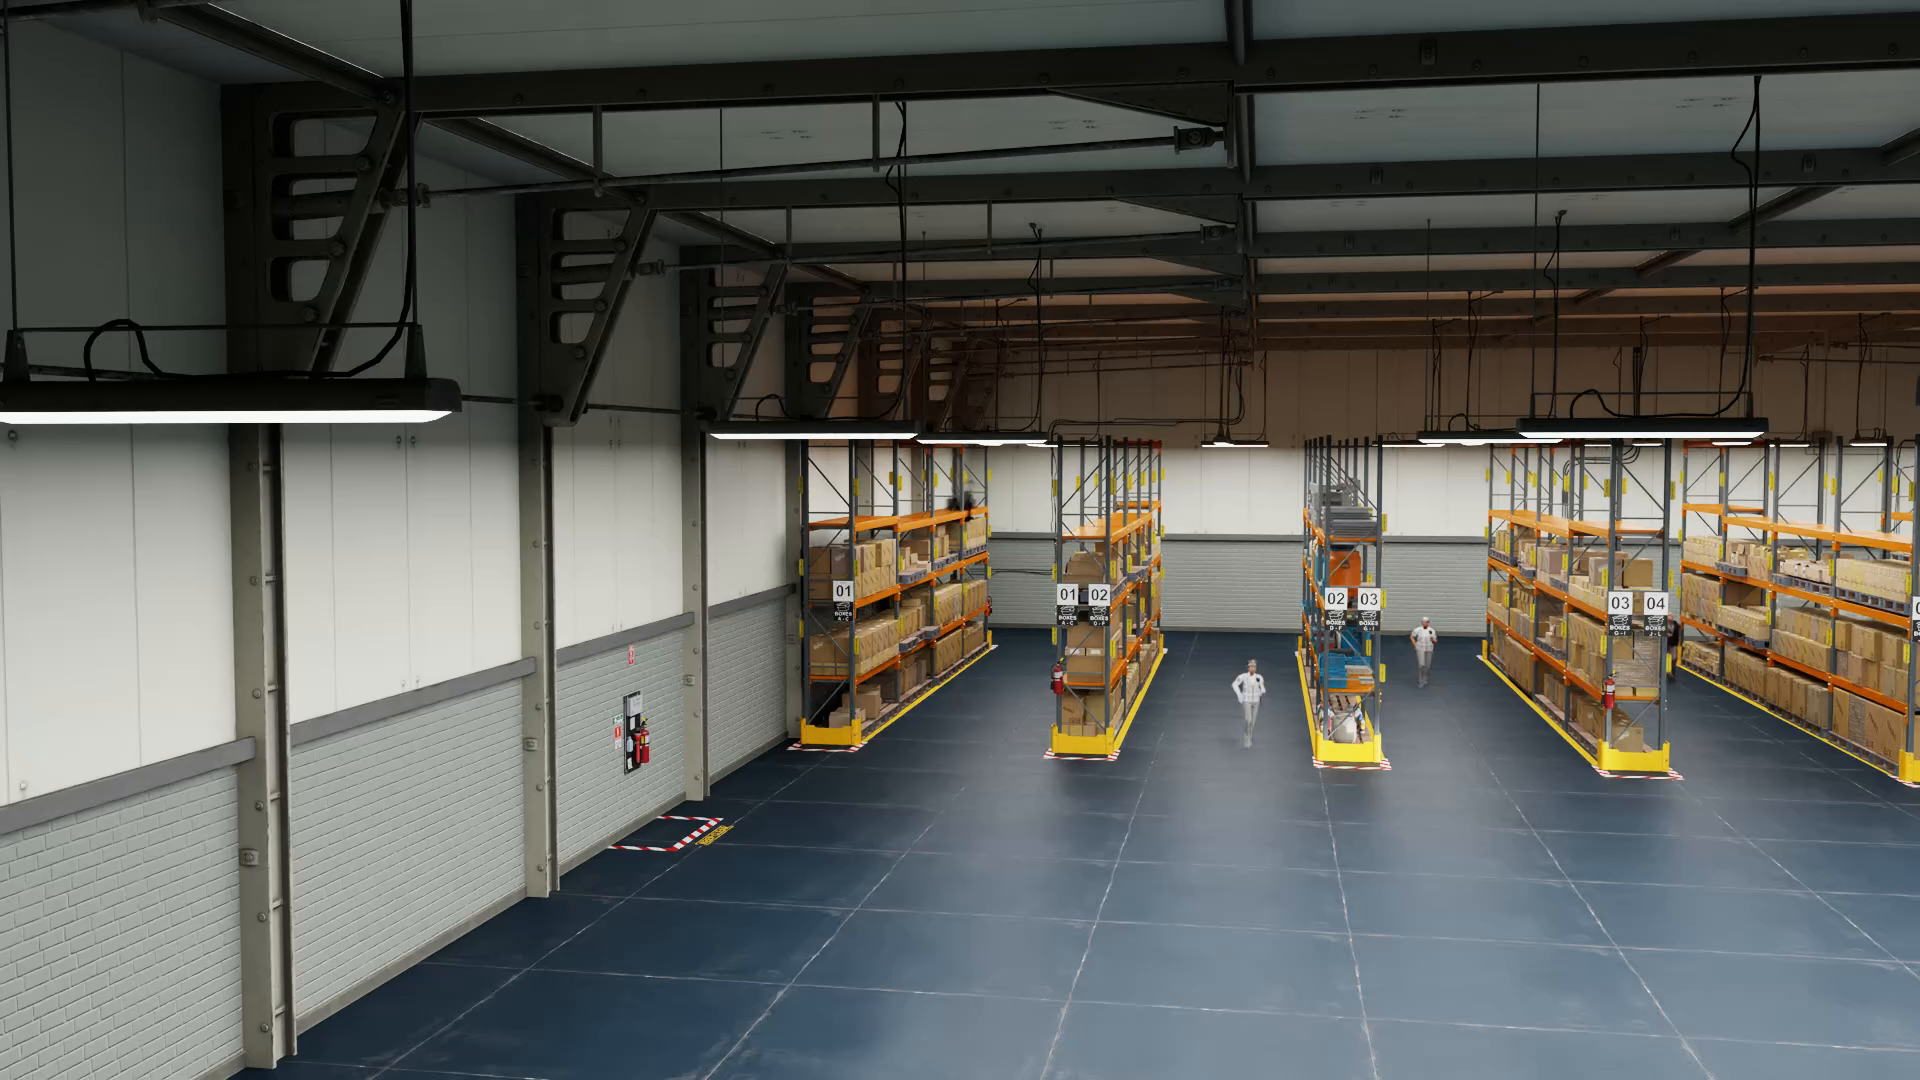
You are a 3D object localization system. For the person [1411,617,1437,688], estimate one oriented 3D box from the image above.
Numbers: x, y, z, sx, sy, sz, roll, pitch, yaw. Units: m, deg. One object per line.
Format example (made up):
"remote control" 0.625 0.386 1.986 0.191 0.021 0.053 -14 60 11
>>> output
"person" 11.248 2.728 40.258 0.587 1.729 0.705 0 3 1

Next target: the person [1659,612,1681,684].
"person" 17.522 2.645 41.140 0.677 1.764 0.936 0 3 5

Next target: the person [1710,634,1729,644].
"person" 20.688 2.390 45.285 0.830 1.824 0.681 0 3 9

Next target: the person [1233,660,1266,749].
"person" 5.595 3.156 32.008 0.588 1.732 0.705 -1 3 -10
